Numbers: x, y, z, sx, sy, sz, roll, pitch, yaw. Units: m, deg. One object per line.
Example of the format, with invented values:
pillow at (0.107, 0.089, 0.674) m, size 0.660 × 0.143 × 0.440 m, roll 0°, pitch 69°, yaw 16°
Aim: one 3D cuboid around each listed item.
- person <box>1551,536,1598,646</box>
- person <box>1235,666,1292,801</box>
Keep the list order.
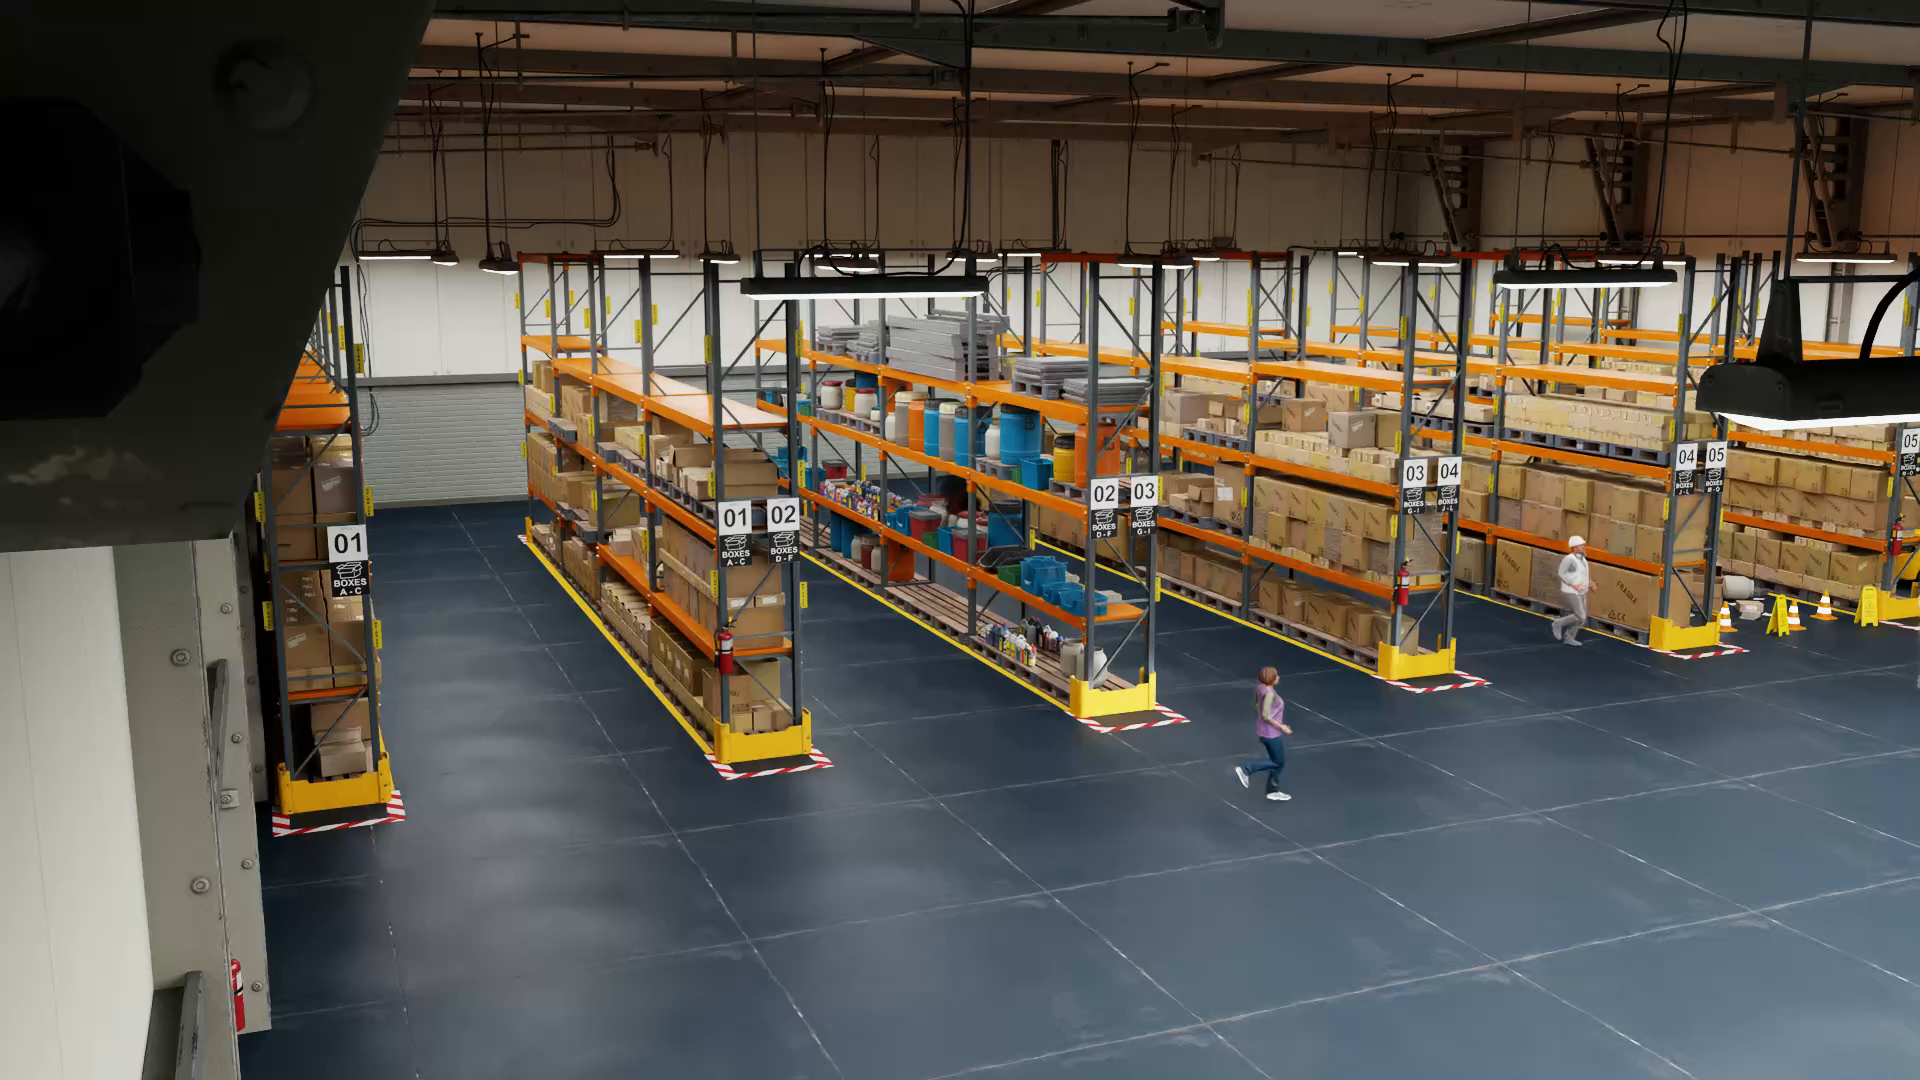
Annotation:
person at (9.582, 0.790, 25.913) m, size 0.579 × 1.724 × 0.646 m, roll 10°, pitch 14°, yaw 44°
person at (3.437, 2.185, 18.798) m, size 0.651 × 1.565 × 0.536 m, roll 0°, pitch 10°, yaw 0°
